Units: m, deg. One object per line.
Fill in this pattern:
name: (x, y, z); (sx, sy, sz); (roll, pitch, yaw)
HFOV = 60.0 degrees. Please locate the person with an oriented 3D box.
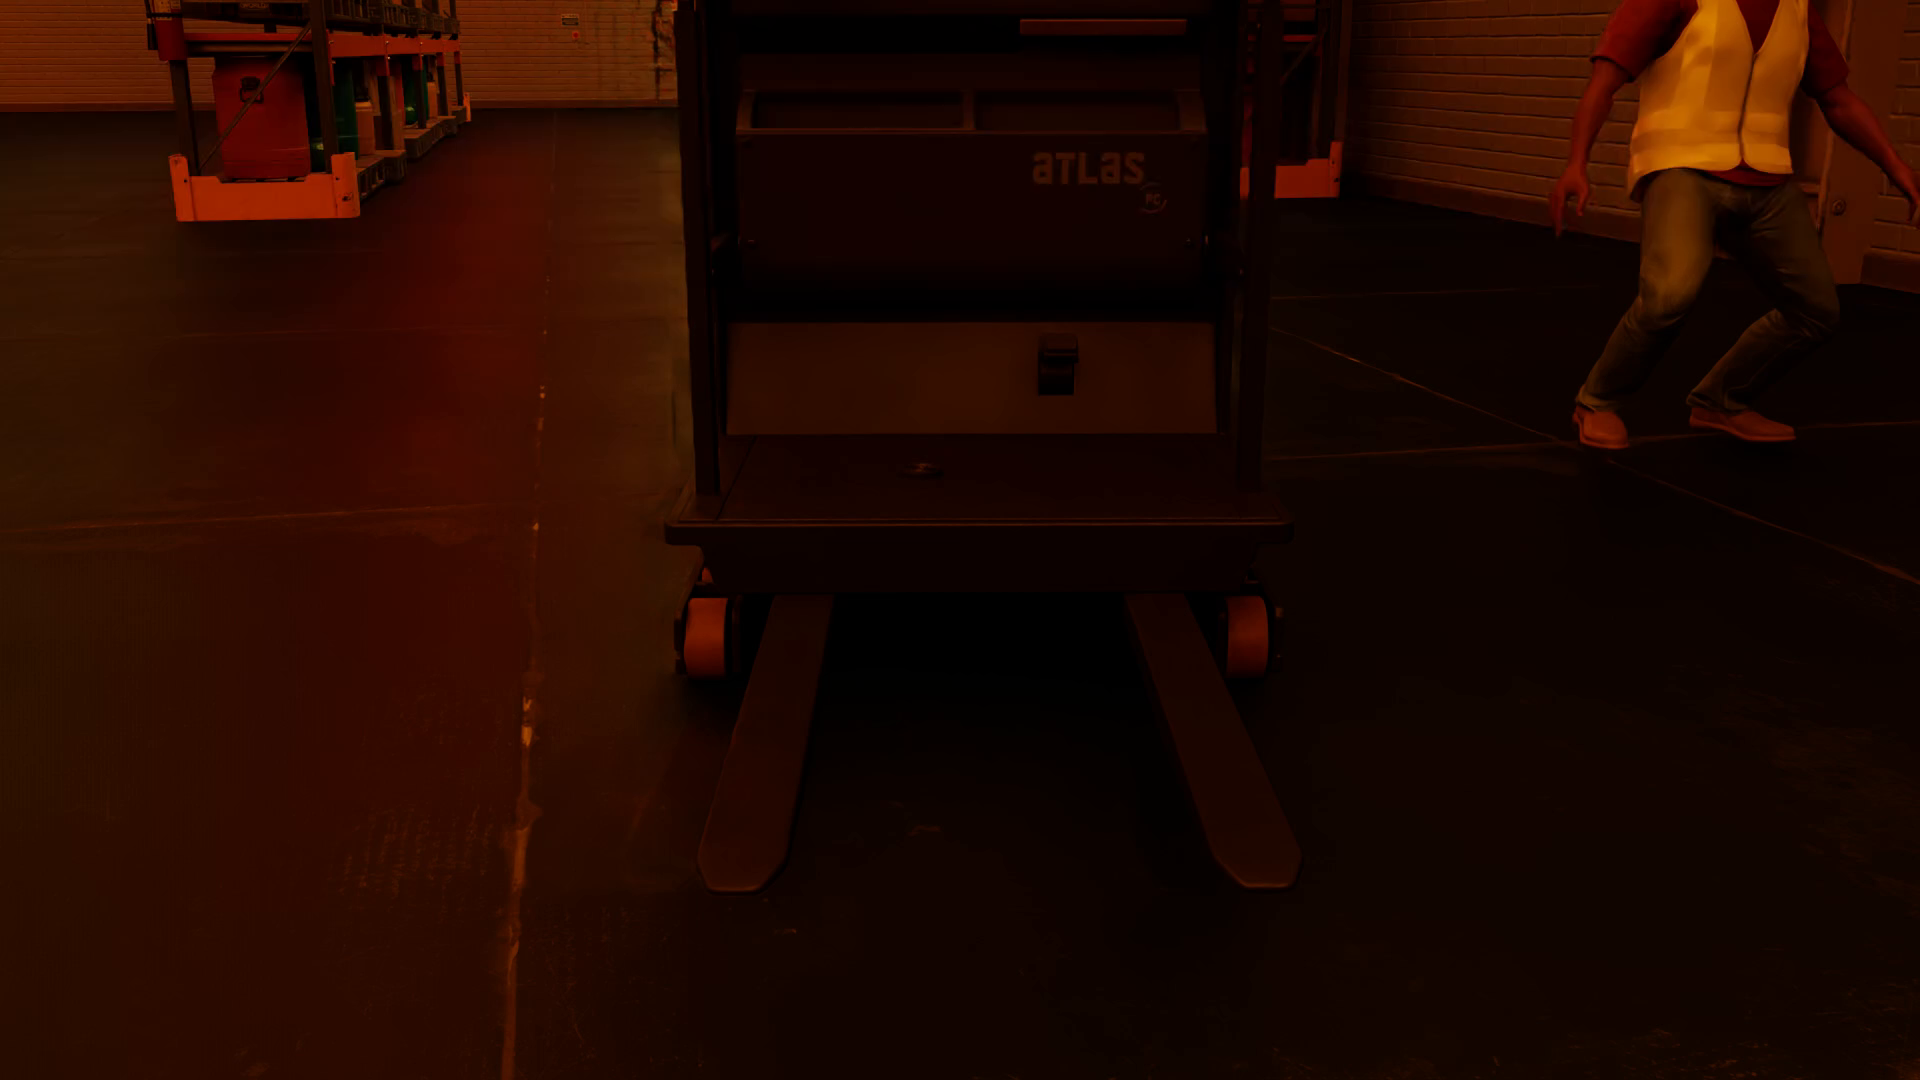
person: (2.085, -1.013, 4.507); (1.002, 1.605, 0.636); (-2, 17, -8)

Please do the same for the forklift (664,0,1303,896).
forklift: (0.028, -1.225, 2.991); (1.130, 2.935, 3.031); (0, 17, -1)
